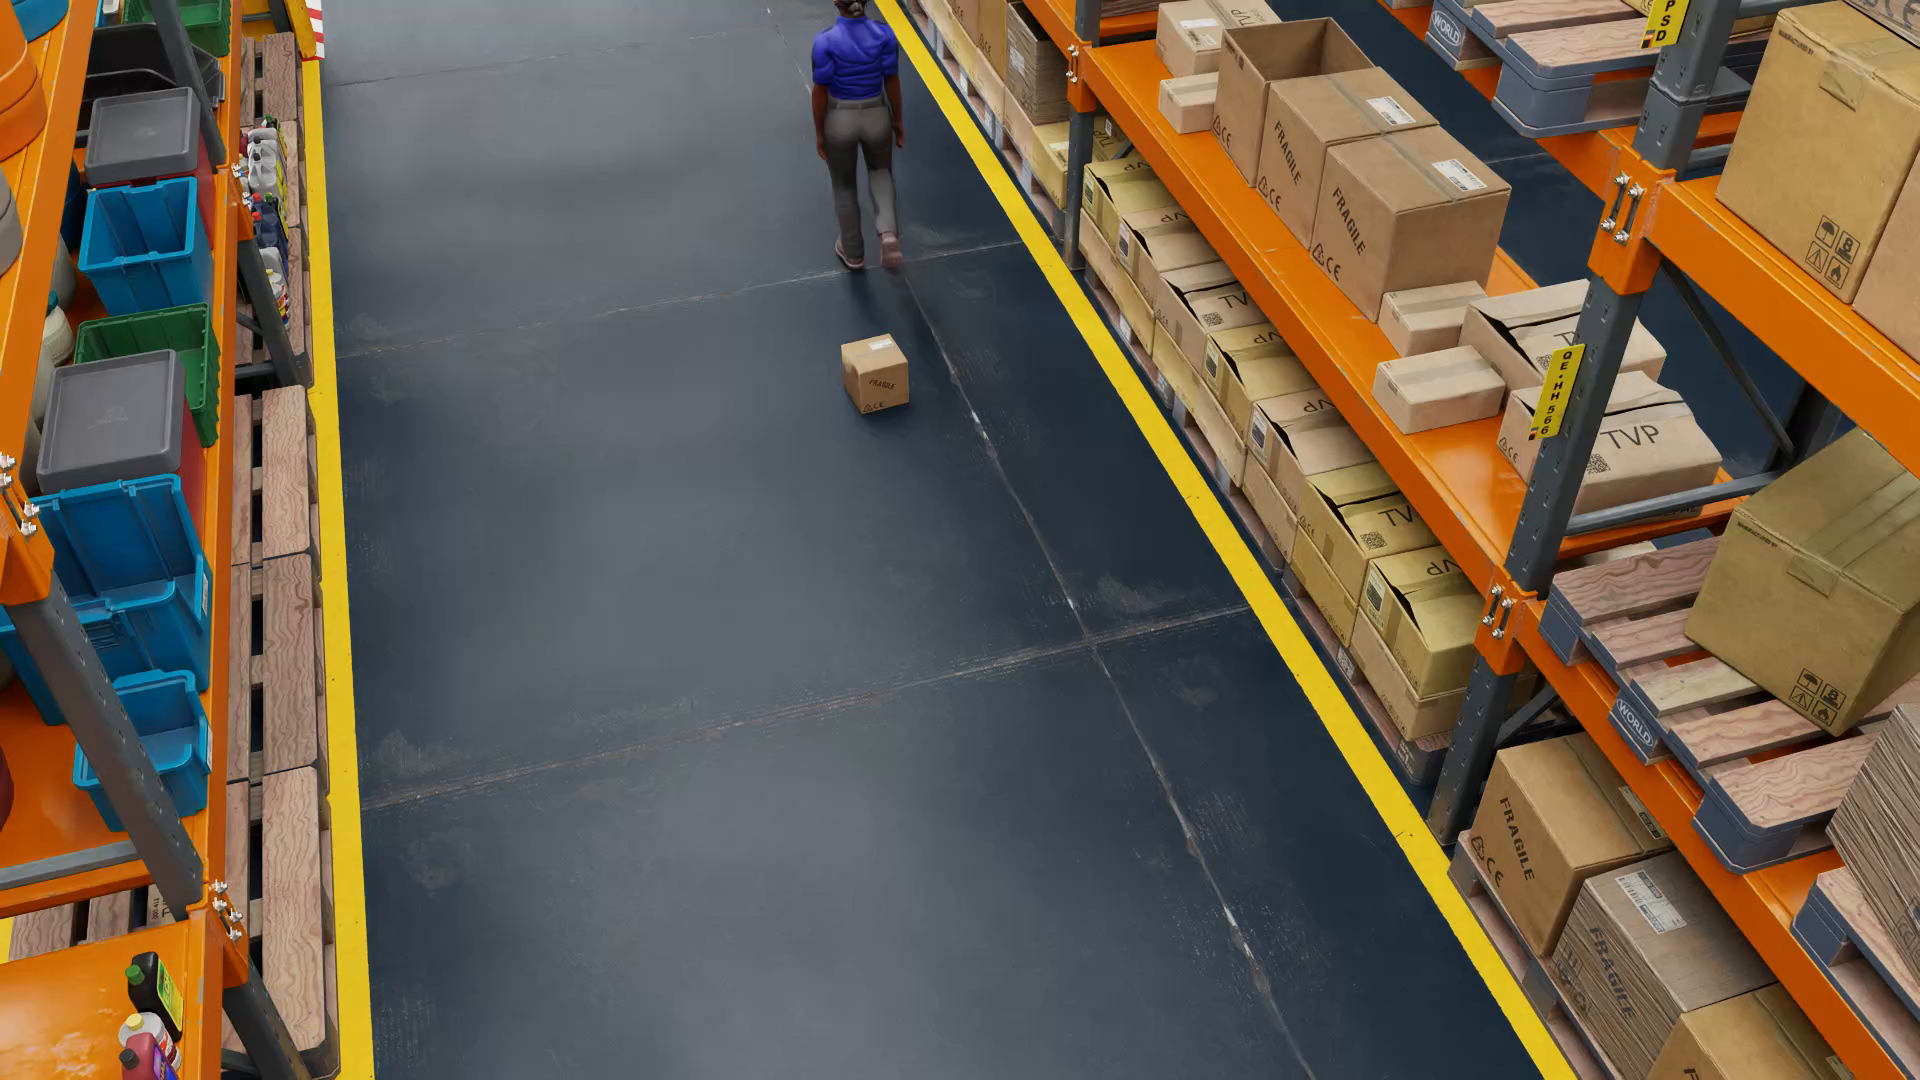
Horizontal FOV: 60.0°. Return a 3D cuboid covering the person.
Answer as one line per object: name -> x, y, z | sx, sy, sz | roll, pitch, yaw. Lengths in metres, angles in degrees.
person -> -0.501, -2.081, 8.405 | 0.474, 1.645, 0.539 | -12, 44, -13
